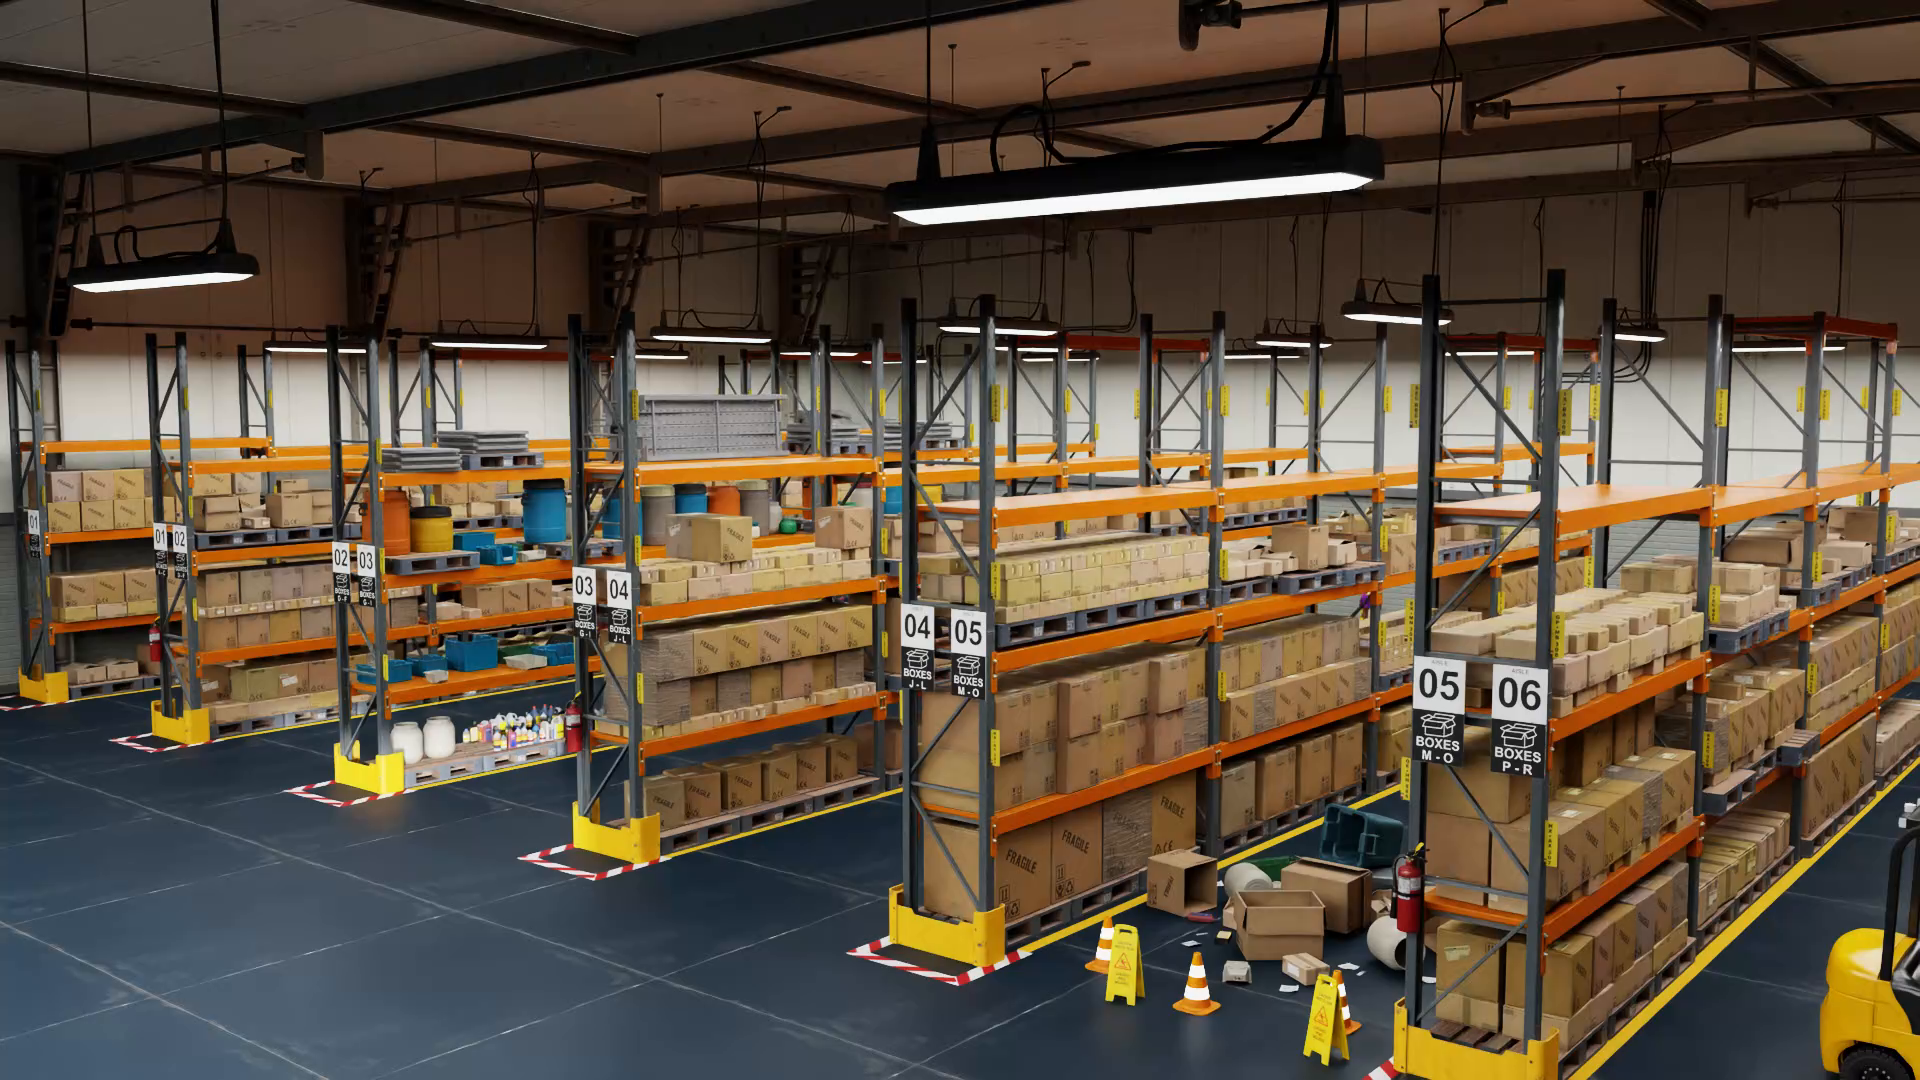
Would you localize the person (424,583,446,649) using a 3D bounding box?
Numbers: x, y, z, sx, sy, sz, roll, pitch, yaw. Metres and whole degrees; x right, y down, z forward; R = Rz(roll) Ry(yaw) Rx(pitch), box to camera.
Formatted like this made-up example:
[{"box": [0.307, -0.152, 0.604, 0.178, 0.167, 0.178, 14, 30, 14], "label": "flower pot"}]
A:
[{"box": [-9.711, 1.638, 30.429, 0.571, 1.573, 0.624, -4, 7, -39], "label": "person"}]

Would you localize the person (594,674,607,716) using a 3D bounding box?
[{"box": [-5.341, 1.956, 26.080, 0.584, 1.751, 0.910, -3, 6, -32], "label": "person"}]

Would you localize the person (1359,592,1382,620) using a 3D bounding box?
[{"box": [7.583, 1.537, 30.784, 0.650, 1.750, 0.779, -4, 7, -40], "label": "person"}]
